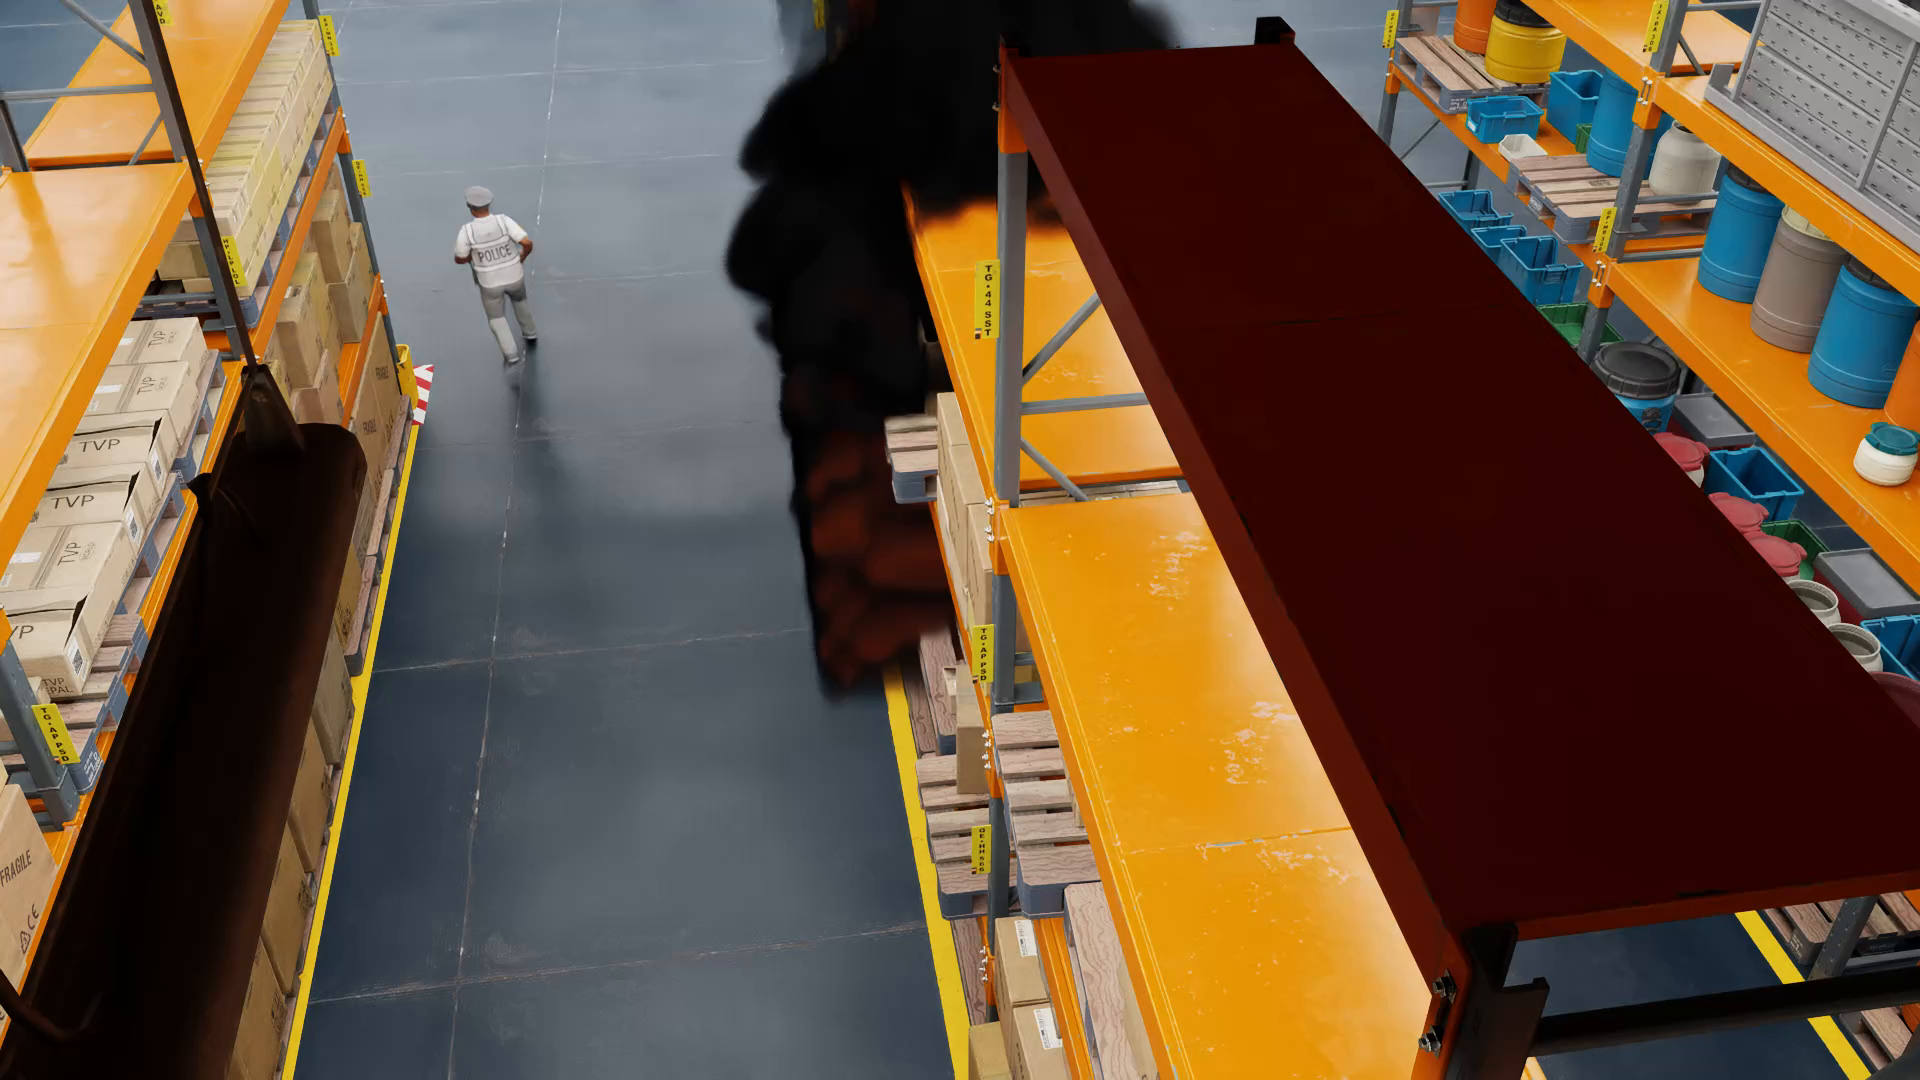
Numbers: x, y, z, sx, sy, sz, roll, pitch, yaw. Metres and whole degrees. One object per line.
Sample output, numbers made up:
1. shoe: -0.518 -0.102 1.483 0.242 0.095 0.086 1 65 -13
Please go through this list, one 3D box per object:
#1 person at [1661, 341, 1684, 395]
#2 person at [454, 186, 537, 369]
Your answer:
1. person: 6.283 -1.658 14.386 0.547 1.564 0.767 -6 37 -9
2. person: -4.266 -2.408 15.280 0.680 1.768 0.946 -17 40 -22
